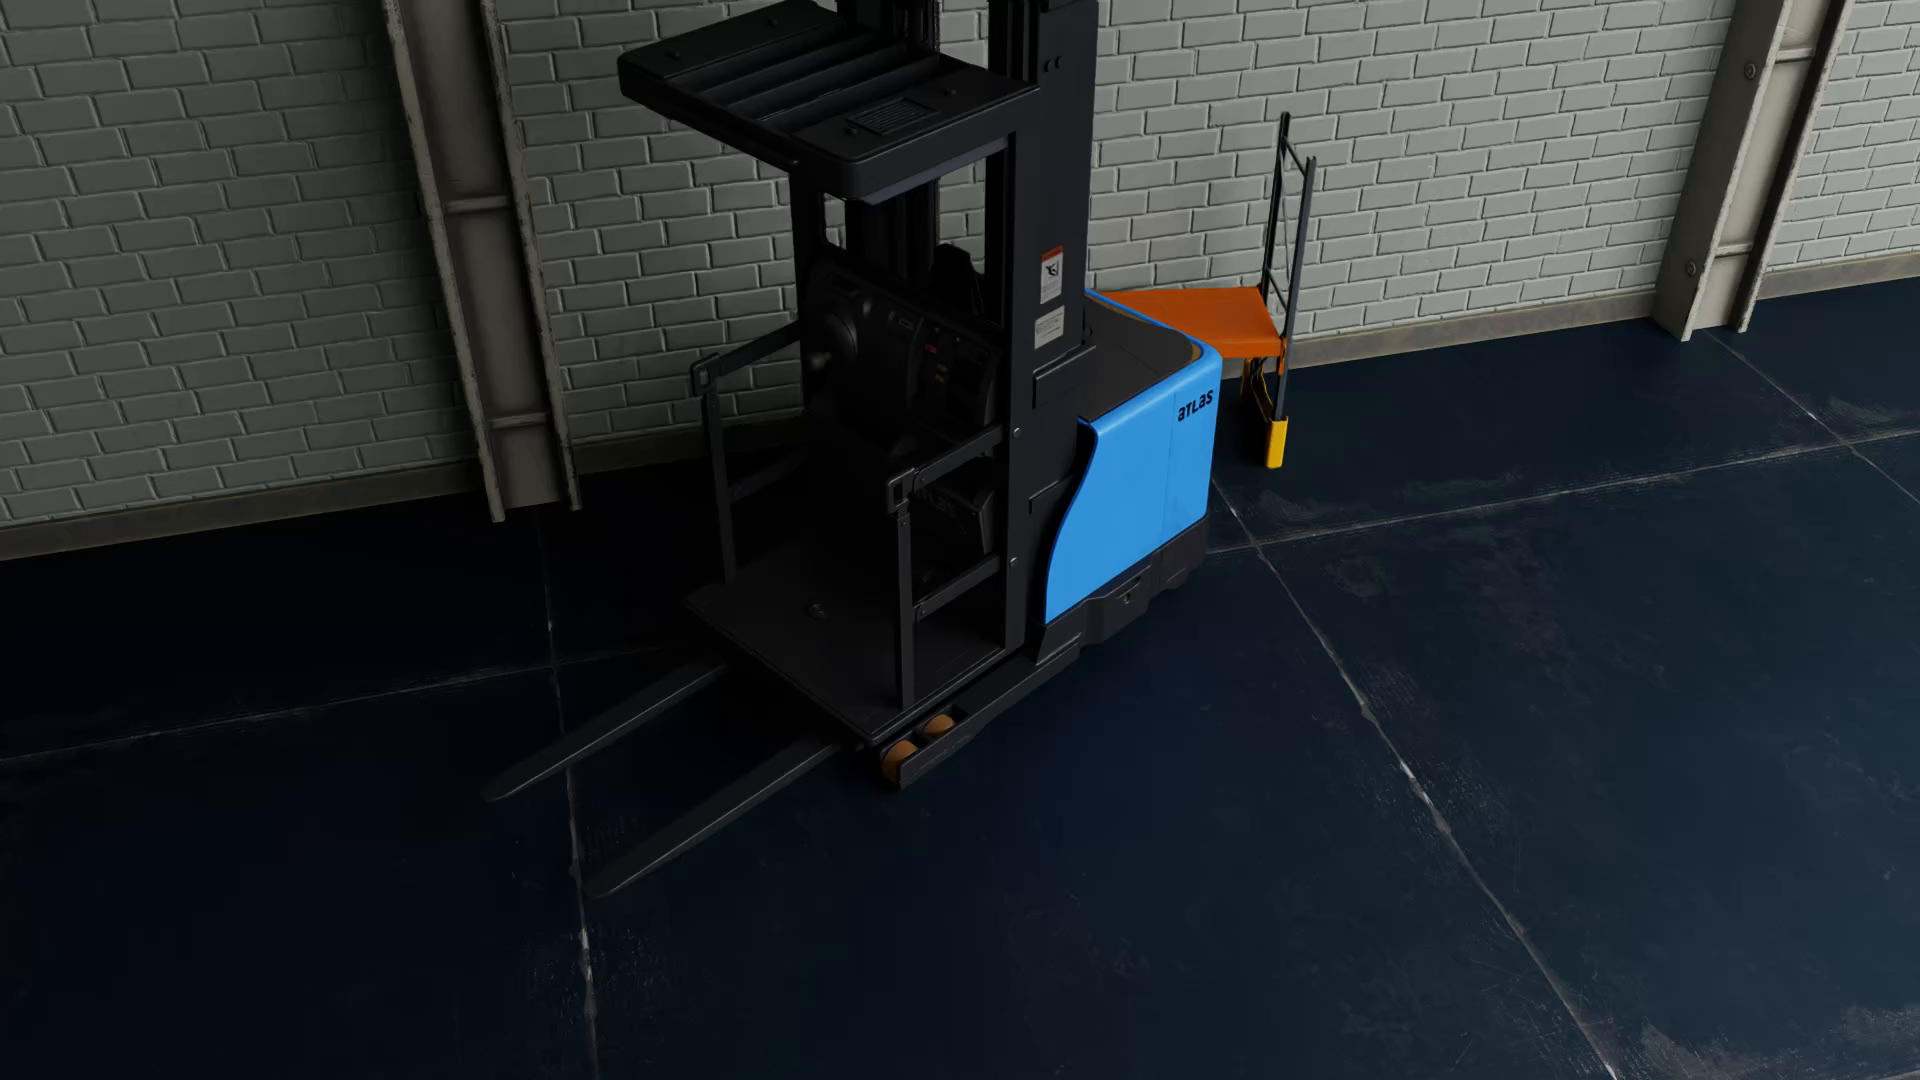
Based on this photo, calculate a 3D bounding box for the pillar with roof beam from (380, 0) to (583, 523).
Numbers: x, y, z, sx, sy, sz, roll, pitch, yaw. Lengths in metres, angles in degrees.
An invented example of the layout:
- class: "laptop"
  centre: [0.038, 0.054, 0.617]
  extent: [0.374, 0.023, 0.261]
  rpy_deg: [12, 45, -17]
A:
- class: "pillar with roof beam"
  centre: [-0.796, -1.246, 1.473]
  extent: [0.400, 9.000, 9.100]
  rpy_deg: [-9, 38, -12]

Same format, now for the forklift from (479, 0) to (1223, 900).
- class: "forklift"
  centre: [-0.358, -0.620, 5.648]
  extent: [1.130, 2.935, 3.031]
  rpy_deg: [31, 47, 34]

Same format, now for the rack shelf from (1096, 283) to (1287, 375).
- class: "rack shelf"
  centre: [0.921, -0.942, 7.541]
  extent: [1.000, 0.185, 0.538]
  rpy_deg: [-3, 37, -4]

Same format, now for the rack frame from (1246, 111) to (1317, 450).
- class: "rack frame"
  centre: [1.428, -1.109, 7.463]
  extent: [0.032, 1.500, 0.500]
  rpy_deg: [-3, 37, -4]

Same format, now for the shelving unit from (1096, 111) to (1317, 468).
- class: "shelving unit"
  centre: [0.930, -1.086, 7.433]
  extent: [1.083, 1.500, 0.587]
  rpy_deg: [-3, 37, -4]

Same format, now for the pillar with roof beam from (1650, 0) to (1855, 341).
- class: "pillar with roof beam"
  centre: [4.997, -2.197, 2.715]
  extent: [0.400, 9.000, 9.100]
  rpy_deg: [-9, 38, -12]

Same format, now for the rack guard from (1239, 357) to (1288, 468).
- class: "rack guard"
  centre: [1.427, -0.611, 7.840]
  extent: [0.087, 0.250, 0.587]
  rpy_deg: [-3, 37, -4]
